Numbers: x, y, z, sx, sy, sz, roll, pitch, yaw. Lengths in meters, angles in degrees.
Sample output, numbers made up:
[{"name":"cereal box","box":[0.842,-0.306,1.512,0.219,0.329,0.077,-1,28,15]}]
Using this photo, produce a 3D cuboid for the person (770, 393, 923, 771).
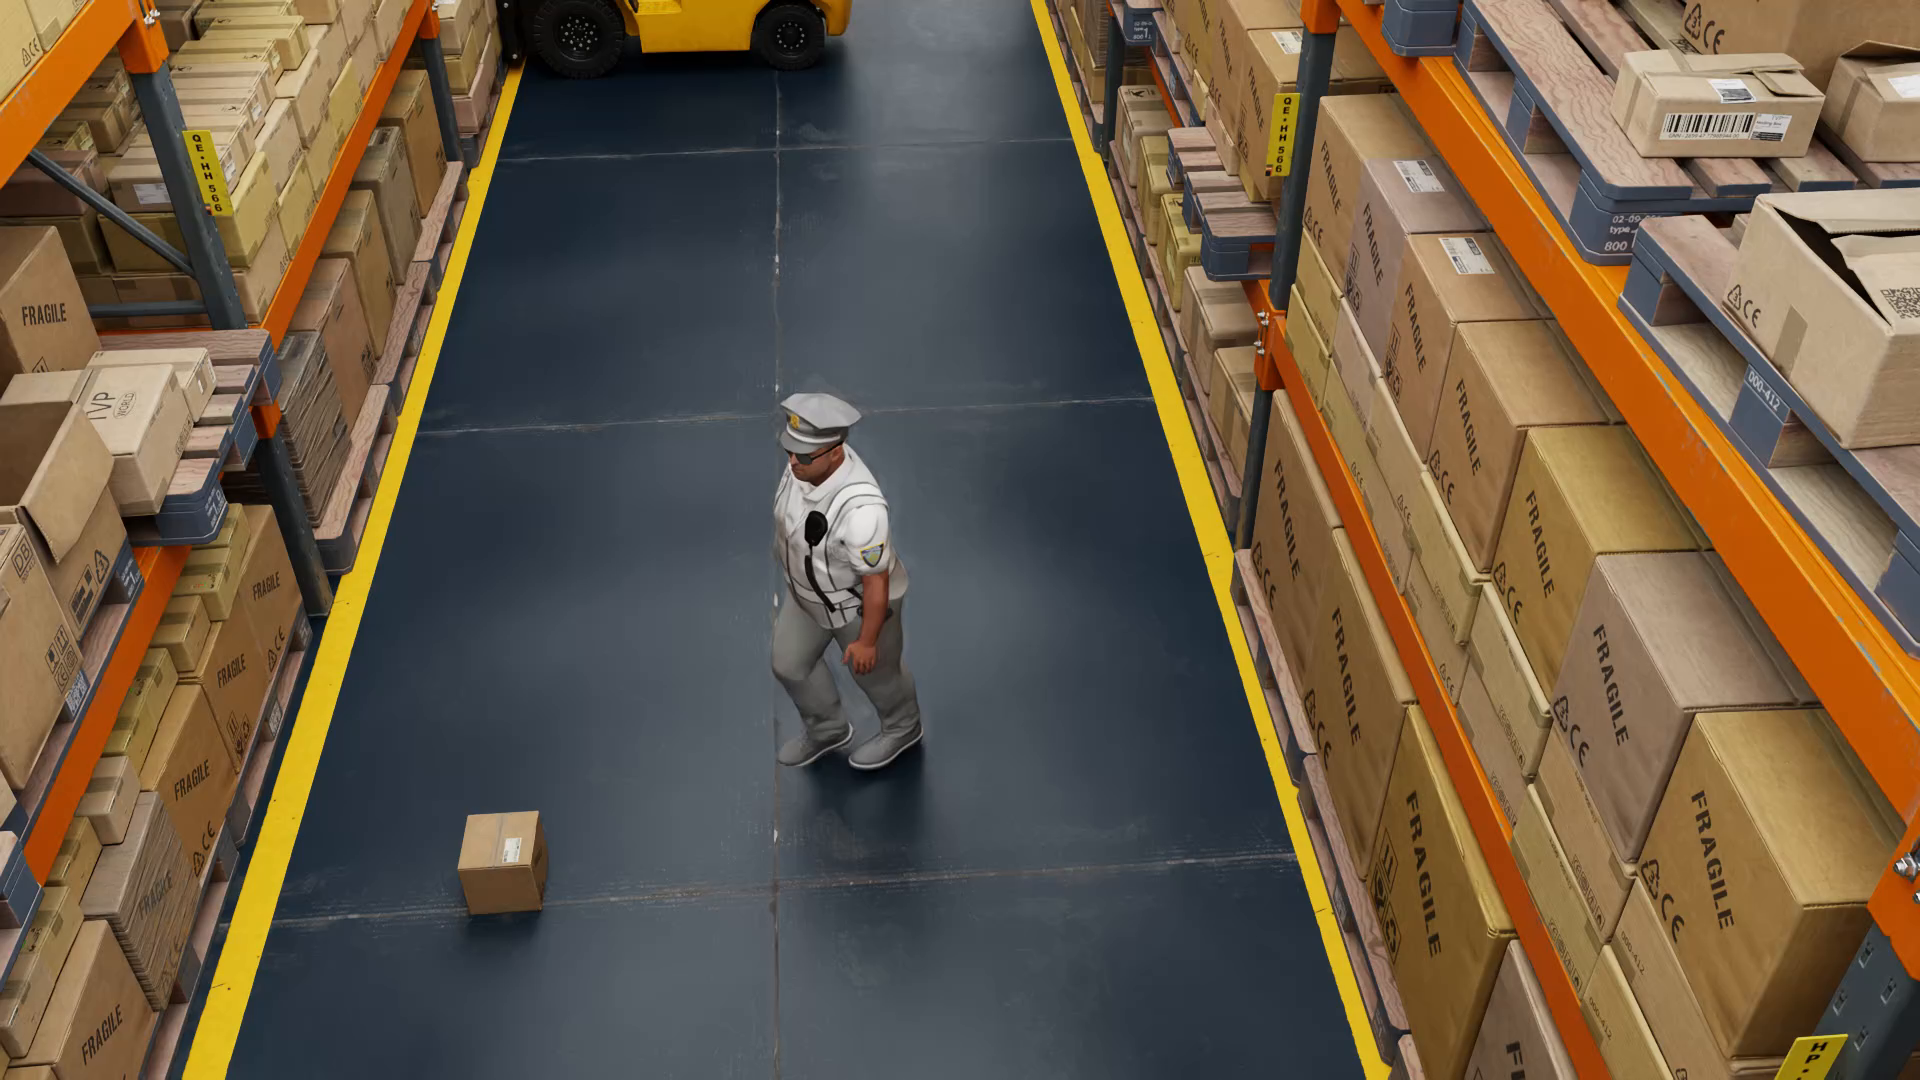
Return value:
[{"name":"person","box":[-0.378,0.199,5.913,0.535,1.800,0.568,-26,45,-28]}]
